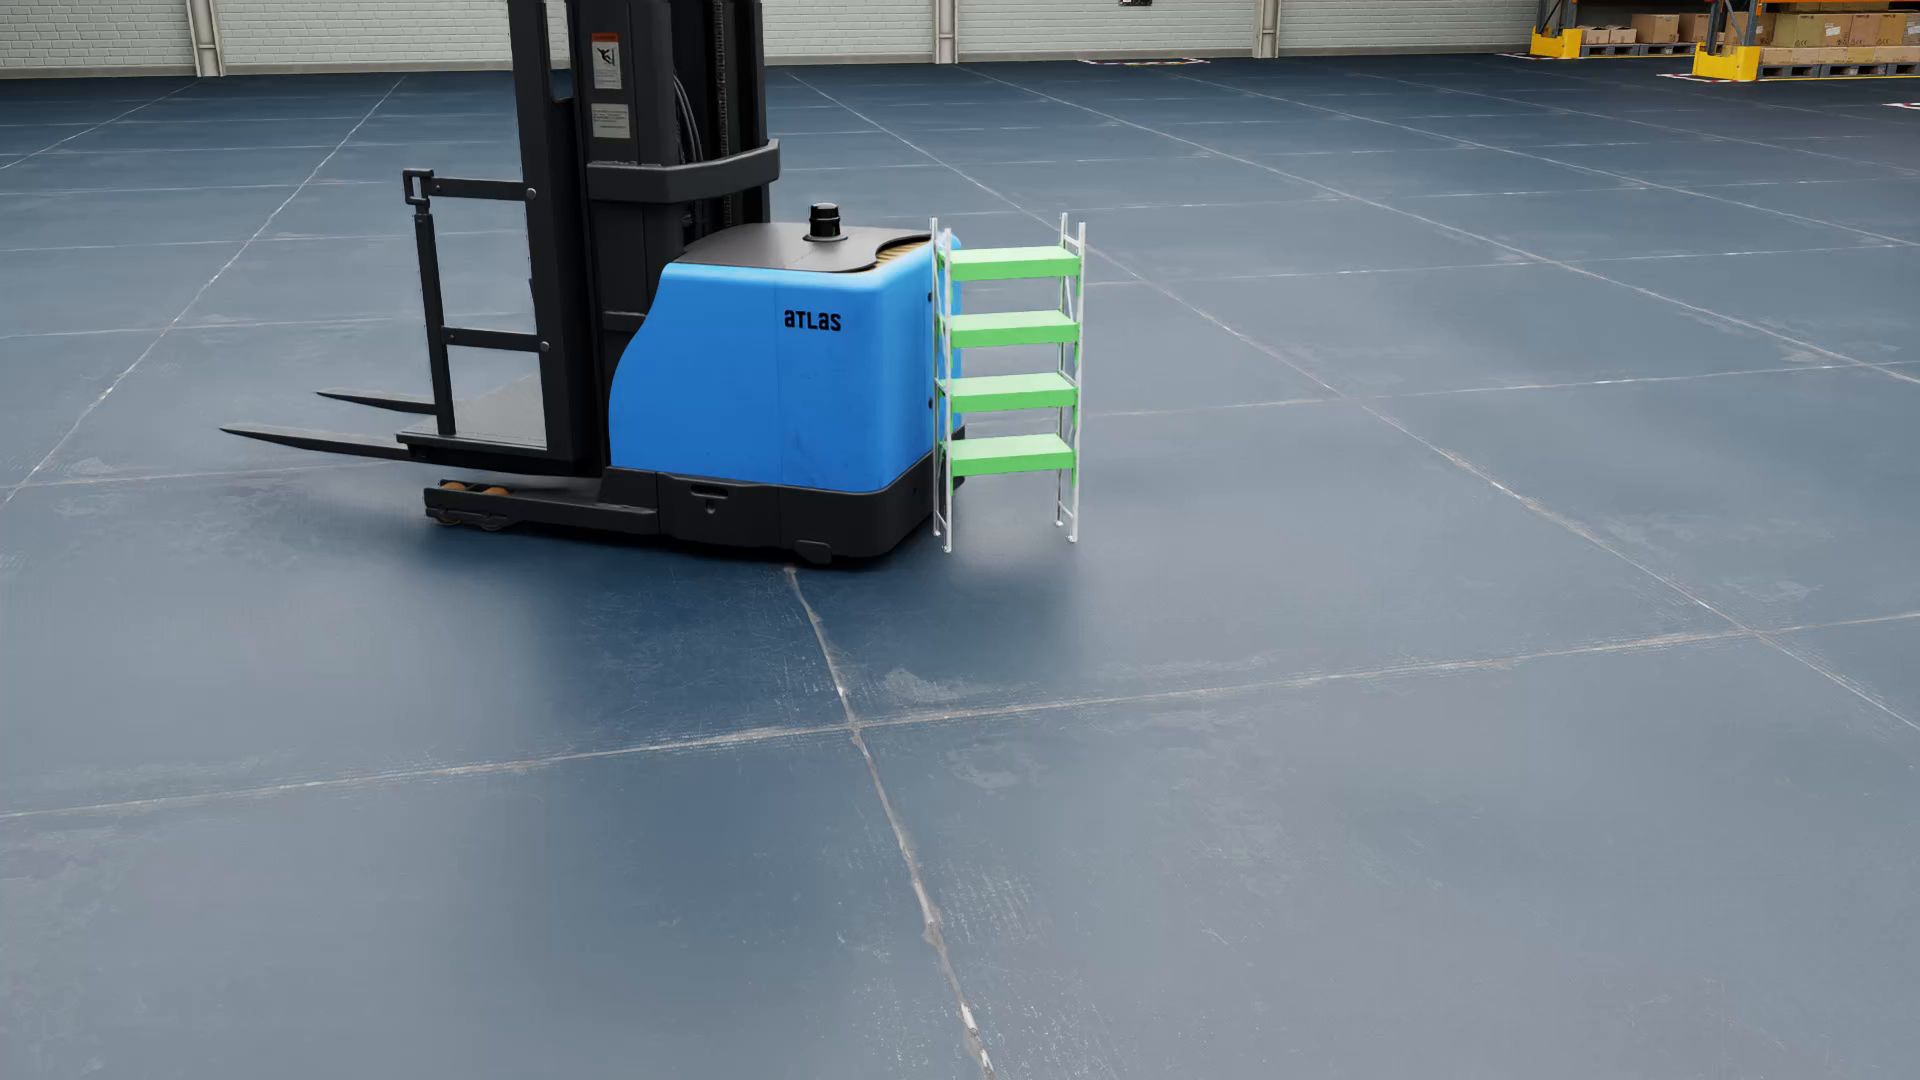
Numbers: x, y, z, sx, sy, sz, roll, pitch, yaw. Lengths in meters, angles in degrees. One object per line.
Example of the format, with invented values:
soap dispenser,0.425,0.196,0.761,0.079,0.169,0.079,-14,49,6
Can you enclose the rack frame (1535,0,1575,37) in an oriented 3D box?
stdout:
rack frame,10.934,-10.375,30.277,0.127,3.000,1.000,-5,21,-12

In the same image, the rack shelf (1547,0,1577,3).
rack shelf,12.880,-10.196,30.833,4.000,0.370,1.077,-5,21,-12

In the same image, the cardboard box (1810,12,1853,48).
cardboard box,13.620,-8.028,26.165,0.500,0.500,0.500,-5,21,-12

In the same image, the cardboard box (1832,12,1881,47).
cardboard box,14.111,-8.061,26.257,0.500,0.500,0.500,-5,21,-12

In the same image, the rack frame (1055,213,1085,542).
rack frame,0.408,-0.595,6.194,0.015,1.200,0.240,-5,21,-12

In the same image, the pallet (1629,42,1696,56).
pallet,12.991,-9.220,31.177,1.213,0.211,1.003,-5,21,-12

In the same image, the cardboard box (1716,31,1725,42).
cardboard box,14.313,-9.516,31.410,0.250,0.166,0.380,-7,21,-20

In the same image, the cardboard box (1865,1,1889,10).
cardboard box,17.461,-10.295,31.962,0.500,0.250,0.500,-4,21,-11

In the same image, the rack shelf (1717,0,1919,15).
rack shelf,14.024,-8.538,26.307,4.000,0.370,1.077,-5,21,-12

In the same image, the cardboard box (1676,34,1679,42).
cardboard box,13.265,-9.440,31.229,0.250,0.149,0.380,-6,21,-17

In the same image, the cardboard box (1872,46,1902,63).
cardboard box,14.597,-7.749,26.496,0.500,0.250,0.500,-5,21,-12

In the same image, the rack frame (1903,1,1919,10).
rack frame,18.719,-11.008,32.006,0.127,3.000,1.000,-5,21,-12

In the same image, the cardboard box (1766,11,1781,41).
cardboard box,15.539,-9.789,31.670,0.500,0.500,0.700,-4,20,-11

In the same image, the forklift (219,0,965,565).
forklift,-1.553,-1.573,6.349,3.031,2.935,1.130,7,21,18

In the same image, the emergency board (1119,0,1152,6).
emergency board,3.163,-10.062,29.423,0.643,1.169,0.194,-5,21,-12

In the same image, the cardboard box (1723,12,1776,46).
cardboard box,12.531,-8.118,26.411,0.500,0.500,0.500,-5,21,-12

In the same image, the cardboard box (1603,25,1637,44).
cardboard box,12.183,-9.389,30.854,0.500,0.311,0.500,-3,20,-8

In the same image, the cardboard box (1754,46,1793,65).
cardboard box,12.650,-7.591,26.065,0.500,0.250,0.500,-5,21,-12

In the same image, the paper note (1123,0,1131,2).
paper note,2.975,-9.658,29.600,0.142,0.148,0.016,-5,21,-12

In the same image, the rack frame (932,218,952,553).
rack frame,-0.067,-0.556,6.088,0.015,1.200,0.240,-5,21,-12

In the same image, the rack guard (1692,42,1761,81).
rack guard,12.054,-7.542,26.176,0.348,0.500,1.175,-5,21,-12

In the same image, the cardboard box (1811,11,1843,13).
cardboard box,13.987,-8.241,26.747,0.500,0.500,0.500,-5,21,-12

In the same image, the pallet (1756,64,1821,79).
pallet,12.812,-7.483,26.434,1.213,0.211,1.003,-5,21,-12

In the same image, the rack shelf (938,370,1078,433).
rack shelf,0.171,-0.515,6.163,0.480,0.148,0.258,-5,21,-12

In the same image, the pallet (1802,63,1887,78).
pallet,13.997,-7.578,26.695,1.213,0.211,1.003,-5,21,-12

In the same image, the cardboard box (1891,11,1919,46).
cardboard box,15.080,-8.147,26.490,0.500,0.500,0.500,-5,21,-12

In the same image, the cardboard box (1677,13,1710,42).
cardboard box,13.826,-9.629,31.235,0.500,0.500,0.500,-6,21,-17

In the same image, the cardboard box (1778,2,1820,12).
cardboard box,15.967,-10.177,31.639,0.500,0.250,0.500,-5,21,-14

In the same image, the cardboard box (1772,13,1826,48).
cardboard box,13.136,-7.984,26.045,0.500,0.500,0.500,-5,21,-12

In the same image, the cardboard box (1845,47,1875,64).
cardboard box,14.110,-7.710,26.387,0.500,0.250,0.500,-5,21,-12

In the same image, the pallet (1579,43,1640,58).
pallet,11.806,-9.124,30.916,1.213,0.211,1.003,-5,21,-12

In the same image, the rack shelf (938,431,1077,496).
rack shelf,0.171,-0.290,6.245,0.480,0.148,0.258,-5,21,-12

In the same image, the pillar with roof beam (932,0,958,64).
pillar with roof beam,0.729,-11.146,23.660,0.400,9.000,9.100,-5,21,-12

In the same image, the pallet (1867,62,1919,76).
pallet,15.186,-7.676,26.962,1.213,0.211,1.003,-5,21,-12

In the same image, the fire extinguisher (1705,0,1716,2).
fire extinguisher,11.855,-8.827,26.163,0.183,0.674,0.296,-5,21,-12

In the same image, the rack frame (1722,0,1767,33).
rack frame,14.826,-10.692,31.141,0.127,3.000,1.000,-5,21,-12

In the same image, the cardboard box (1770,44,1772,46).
cardboard box,13.015,-7.808,26.657,0.500,0.250,0.500,-5,21,-12

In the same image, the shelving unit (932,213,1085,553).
shelving unit,0.171,-0.576,6.141,0.503,1.200,0.258,-5,21,-12

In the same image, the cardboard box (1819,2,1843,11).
cardboard box,16.472,-10.219,31.755,0.500,0.250,0.500,-5,21,-14

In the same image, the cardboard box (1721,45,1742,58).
cardboard box,12.531,-7.765,26.538,0.500,0.250,0.500,-5,21,-12

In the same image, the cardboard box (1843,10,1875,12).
cardboard box,14.473,-8.281,26.857,0.500,0.500,0.500,-5,21,-12

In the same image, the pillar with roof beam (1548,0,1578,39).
pillar with roof beam,12.407,-12.096,26.253,0.400,9.000,9.100,-5,21,-12

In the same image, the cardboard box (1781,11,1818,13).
cardboard box,13.500,-8.202,26.640,0.500,0.500,0.500,-5,21,-12

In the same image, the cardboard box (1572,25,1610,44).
cardboard box,11.628,-9.344,30.731,0.500,0.311,0.500,-7,21,-19

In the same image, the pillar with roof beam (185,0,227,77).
pillar with roof beam,-10.949,-10.197,21.067,0.400,9.000,9.100,-5,21,-12

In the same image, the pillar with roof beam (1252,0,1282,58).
pillar with roof beam,6.568,-11.621,24.957,0.400,9.000,9.100,-5,21,-12

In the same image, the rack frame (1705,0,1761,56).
rack frame,12.077,-8.717,25.751,0.127,3.000,1.000,-5,21,-12

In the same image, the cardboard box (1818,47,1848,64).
cardboard box,13.623,-7.672,26.284,0.500,0.250,0.500,-5,21,-12

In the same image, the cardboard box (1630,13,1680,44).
cardboard box,12.908,-9.519,30.935,0.500,0.500,0.700,-6,21,-16

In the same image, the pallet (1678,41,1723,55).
pallet,14.181,-9.317,31.444,1.213,0.211,1.003,-5,21,-12

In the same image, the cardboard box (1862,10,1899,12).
cardboard box,14.962,-8.318,26.958,0.500,0.500,0.500,-5,21,-12

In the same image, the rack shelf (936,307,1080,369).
rack shelf,0.171,-0.741,6.081,0.480,0.148,0.258,-5,21,-12

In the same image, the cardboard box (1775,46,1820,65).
cardboard box,13.136,-7.632,26.176,0.500,0.250,0.500,-5,21,-12

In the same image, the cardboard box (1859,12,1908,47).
cardboard box,14.594,-8.106,26.378,0.500,0.500,0.500,-5,21,-12

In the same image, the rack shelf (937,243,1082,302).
rack shelf,0.171,-0.966,5.998,0.480,0.148,0.258,-5,21,-12

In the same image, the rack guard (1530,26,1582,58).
rack guard,11.008,-9.208,30.723,0.348,0.500,1.175,-5,21,-12

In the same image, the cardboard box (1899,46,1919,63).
cardboard box,15.080,-7.794,26.617,0.500,0.250,0.500,-5,21,-12

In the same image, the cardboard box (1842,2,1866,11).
cardboard box,16.962,-10.252,31.846,0.500,0.250,0.500,-5,21,-13

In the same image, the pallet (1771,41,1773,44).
pallet,15.584,-9.445,31.791,1.213,0.211,1.003,-5,21,-12

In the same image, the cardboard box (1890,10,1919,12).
cardboard box,15.447,-8.360,27.073,0.500,0.500,0.500,-5,21,-12
